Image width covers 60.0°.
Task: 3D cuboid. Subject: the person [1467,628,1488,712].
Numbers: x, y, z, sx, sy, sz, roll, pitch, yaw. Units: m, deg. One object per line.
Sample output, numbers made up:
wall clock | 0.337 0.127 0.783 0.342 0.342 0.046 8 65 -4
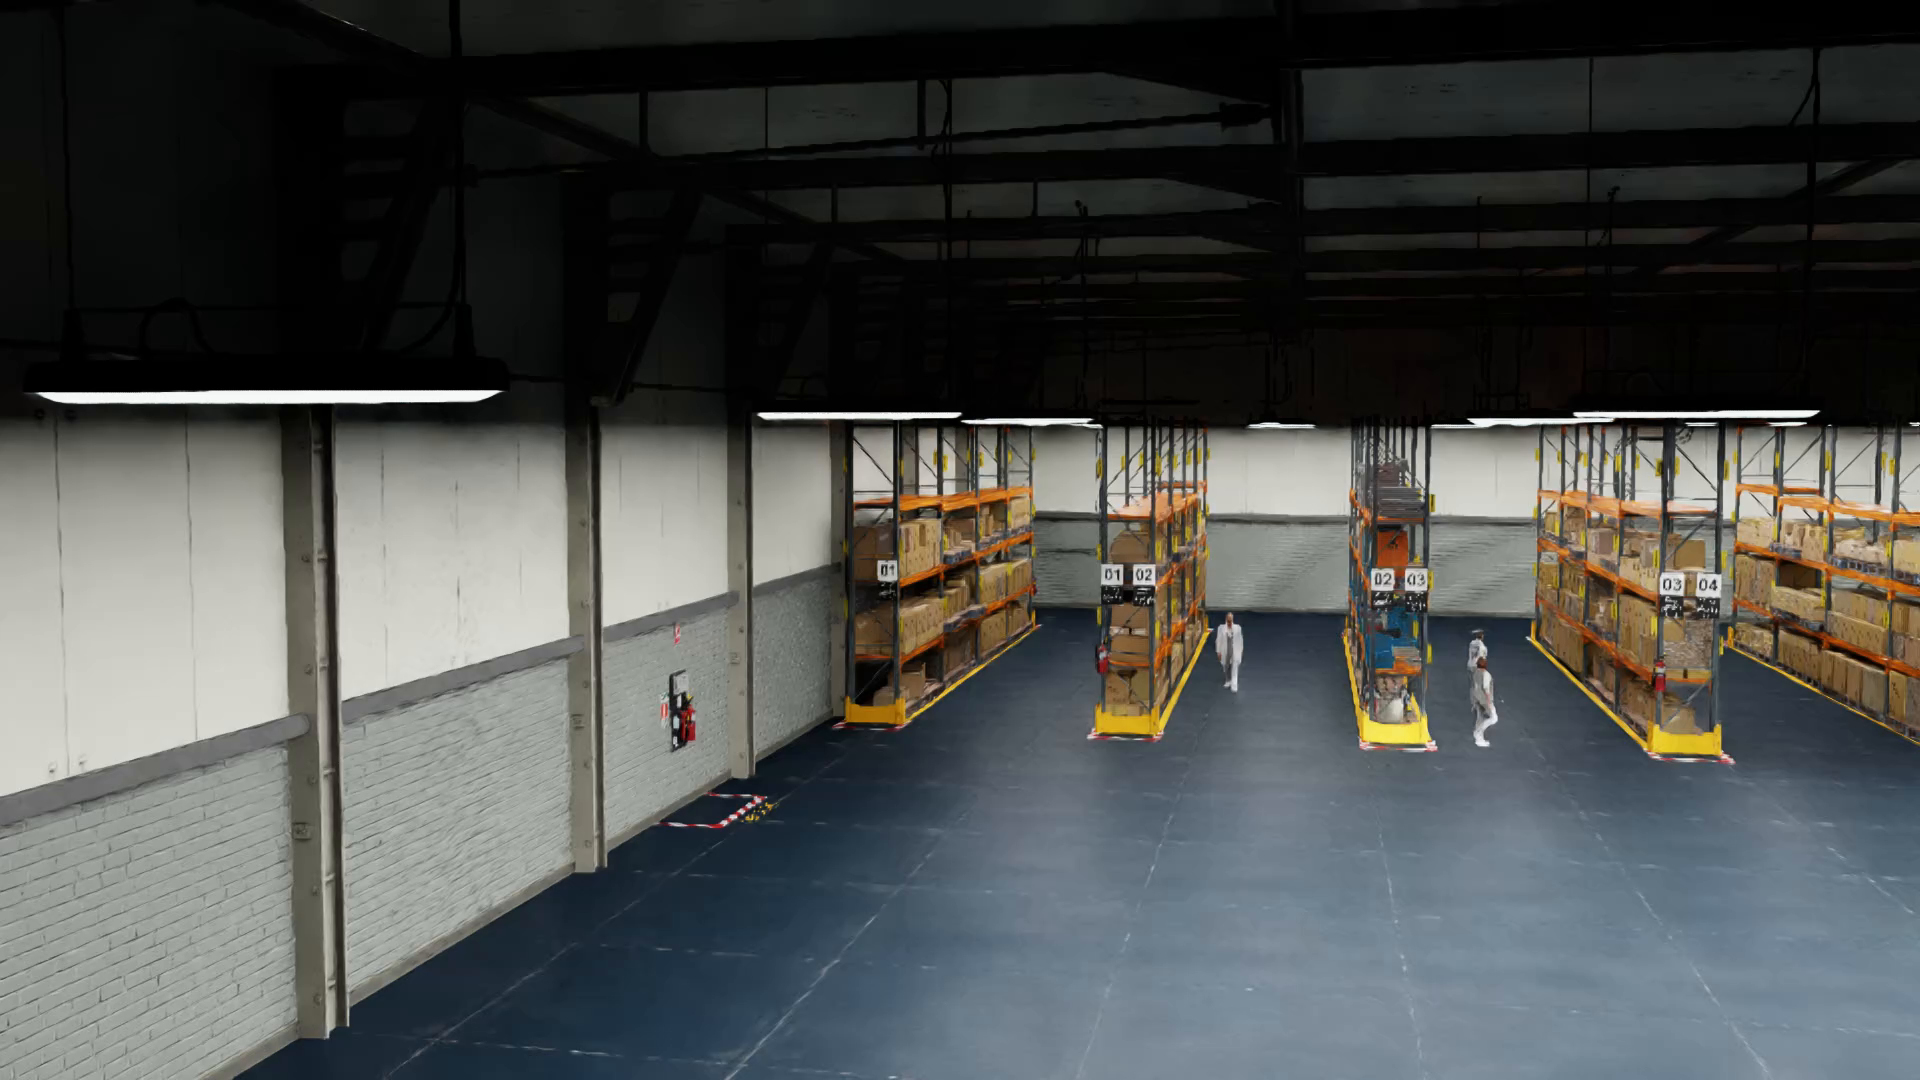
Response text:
person | 10.536 2.622 33.754 0.433 1.684 0.553 -1 4 -15

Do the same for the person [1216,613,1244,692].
person | 5.891 2.435 36.345 0.598 1.698 1.194 1 4 14

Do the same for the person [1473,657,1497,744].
person | 9.476 2.925 30.130 0.380 1.581 0.458 -1 4 -16
